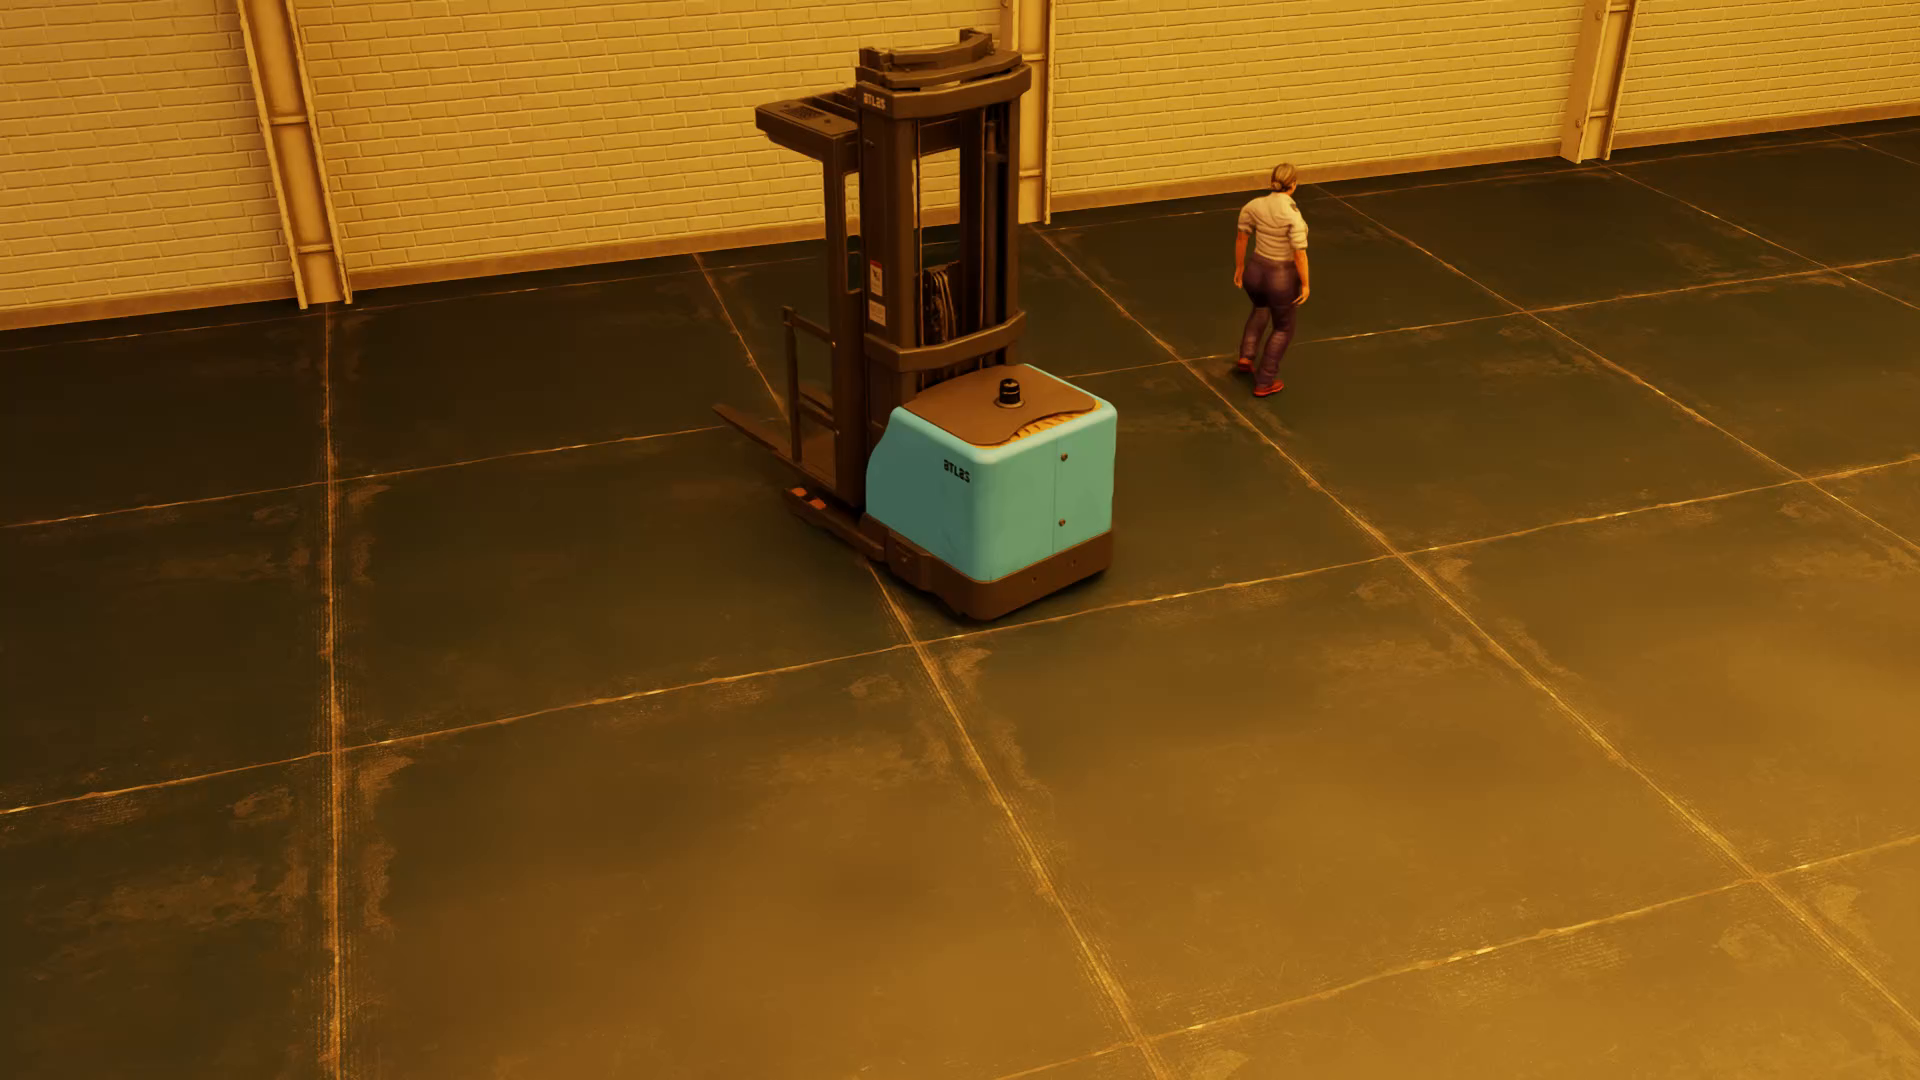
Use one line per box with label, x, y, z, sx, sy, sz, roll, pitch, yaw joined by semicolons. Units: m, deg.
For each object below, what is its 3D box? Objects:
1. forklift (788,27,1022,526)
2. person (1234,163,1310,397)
forklift;-0.439;-1.497;9.688;1.121;2.935;3.031;-22;37;-34
person;2.201;-1.811;11.593;0.478;1.678;0.578;-26;39;-38
